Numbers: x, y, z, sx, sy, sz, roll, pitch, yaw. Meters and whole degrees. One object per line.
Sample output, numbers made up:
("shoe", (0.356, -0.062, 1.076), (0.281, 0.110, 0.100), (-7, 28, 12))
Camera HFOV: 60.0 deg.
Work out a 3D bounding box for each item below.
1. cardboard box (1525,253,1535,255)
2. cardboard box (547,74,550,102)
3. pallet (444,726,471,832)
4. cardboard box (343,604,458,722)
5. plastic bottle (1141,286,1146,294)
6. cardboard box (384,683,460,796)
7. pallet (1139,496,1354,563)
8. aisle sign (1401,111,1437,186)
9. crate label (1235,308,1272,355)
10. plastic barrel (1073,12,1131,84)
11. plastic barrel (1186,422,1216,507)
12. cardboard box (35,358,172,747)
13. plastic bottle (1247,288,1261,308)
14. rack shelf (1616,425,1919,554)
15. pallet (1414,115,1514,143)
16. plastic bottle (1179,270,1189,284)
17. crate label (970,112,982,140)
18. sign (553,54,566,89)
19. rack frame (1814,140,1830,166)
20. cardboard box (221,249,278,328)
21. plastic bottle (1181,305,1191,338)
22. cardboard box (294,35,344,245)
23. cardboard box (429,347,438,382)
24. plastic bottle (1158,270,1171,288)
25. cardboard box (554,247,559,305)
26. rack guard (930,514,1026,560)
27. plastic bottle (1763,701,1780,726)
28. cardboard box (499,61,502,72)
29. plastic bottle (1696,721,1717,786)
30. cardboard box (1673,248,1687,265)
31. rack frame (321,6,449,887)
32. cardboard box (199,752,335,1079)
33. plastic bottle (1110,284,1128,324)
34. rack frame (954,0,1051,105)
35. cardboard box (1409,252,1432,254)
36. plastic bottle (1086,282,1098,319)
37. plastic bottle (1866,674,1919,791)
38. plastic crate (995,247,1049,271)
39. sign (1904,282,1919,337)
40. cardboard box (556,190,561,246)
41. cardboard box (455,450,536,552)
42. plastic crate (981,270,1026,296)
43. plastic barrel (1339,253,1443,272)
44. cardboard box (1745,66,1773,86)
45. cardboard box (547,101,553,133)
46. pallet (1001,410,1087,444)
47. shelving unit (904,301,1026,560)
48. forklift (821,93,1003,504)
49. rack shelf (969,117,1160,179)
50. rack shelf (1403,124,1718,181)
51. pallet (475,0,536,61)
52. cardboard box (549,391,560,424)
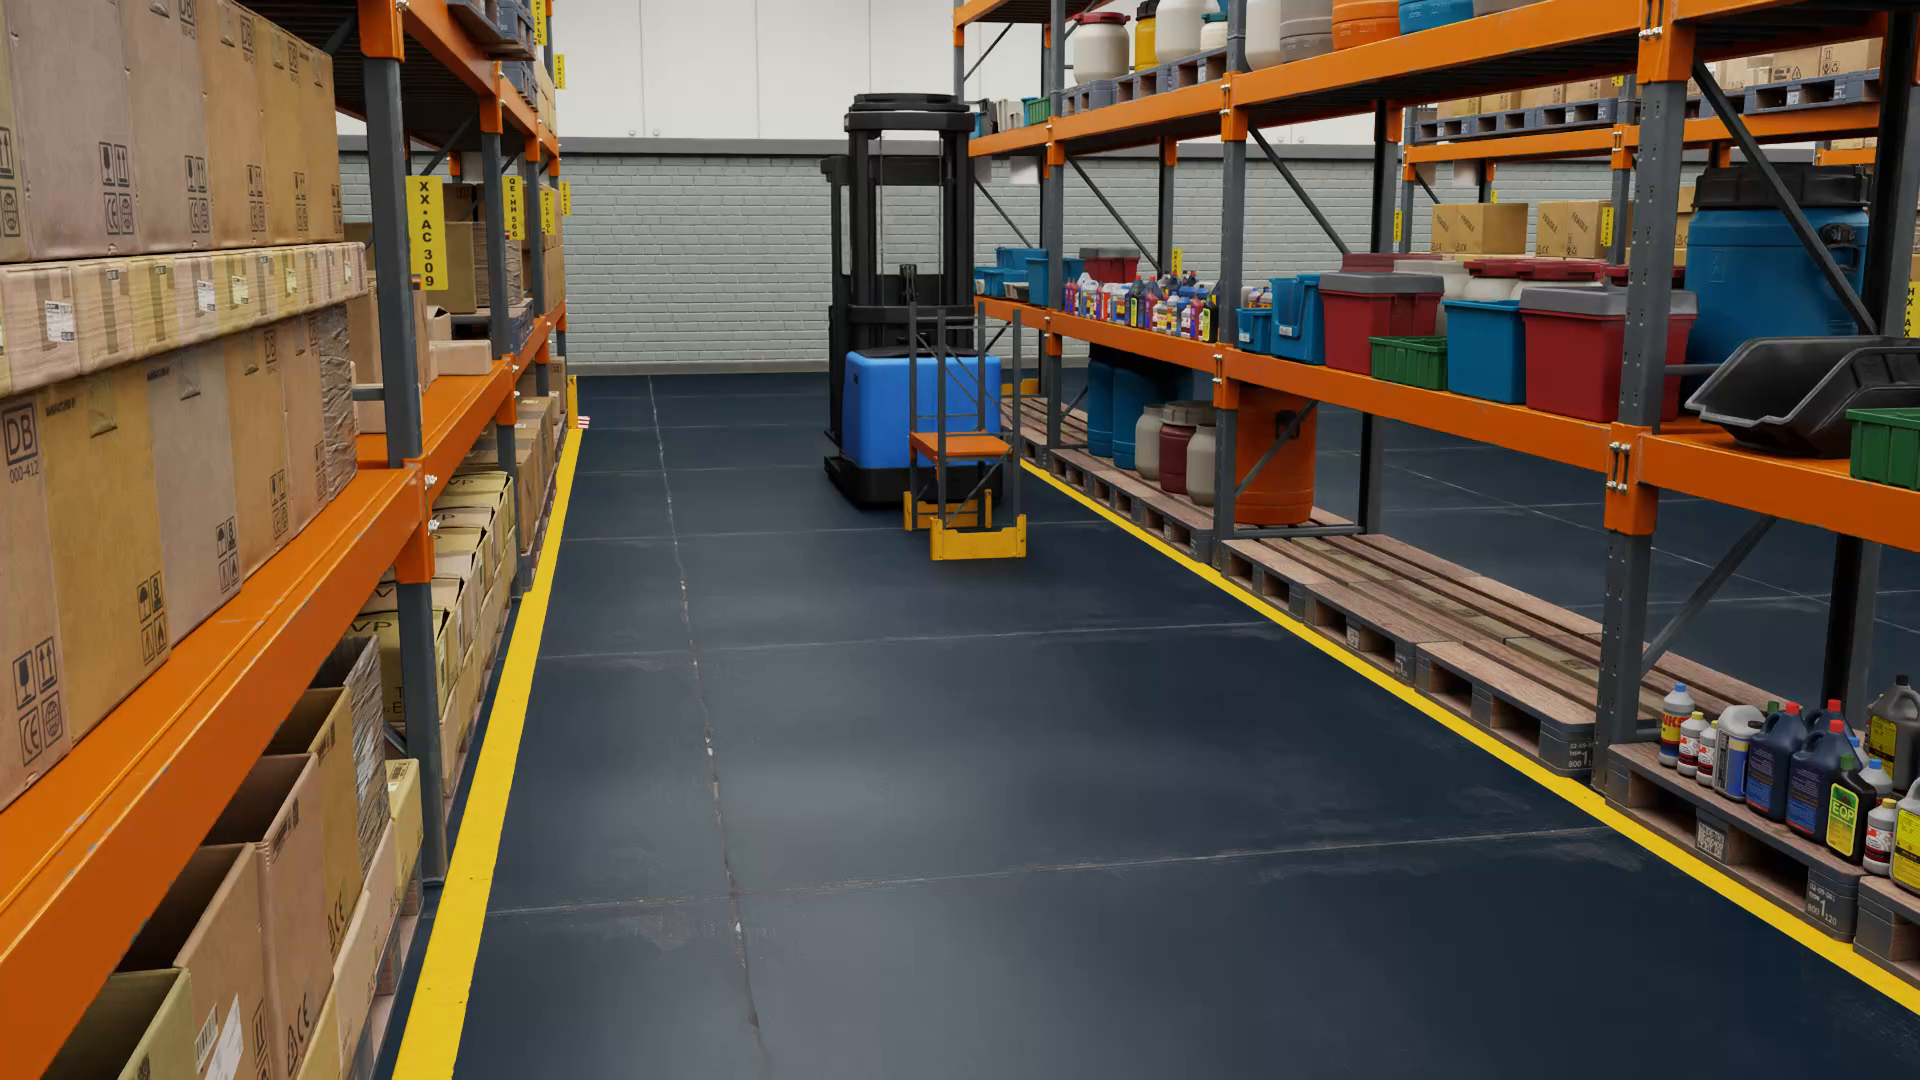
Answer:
("cardboard box", (5.846, -2.772, 16.845), (0.500, 0.250, 0.500), (-3, 11, -13))
("cardboard box", (-3.882, -3.983, 14.642), (0.500, 0.250, 0.500), (-2, 11, -11))
("pallet", (-2.271, 0.831, 5.765), (1.003, 0.211, 1.213), (-2, 11, -11))
("cardboard box", (-1.926, 0.379, 5.413), (0.500, 0.311, 0.500), (-2, 11, -11))
("plastic bottle", (1.270, -1.590, 11.338), (0.061, 0.283, 0.133), (-2, 11, -11))
("cardboard box", (-1.925, 0.656, 5.456), (0.500, 0.250, 0.500), (-2, 11, -12))
("pallet", (1.798, -0.091, 10.612), (1.003, 0.211, 1.213), (-2, 11, -11))
("aisle sign", (4.986, -4.245, 18.023), (0.394, 0.787, 0.004), (-2, 11, -11))
("crate label", (1.706, -1.145, 9.137), (0.303, 0.233, 0.416), (-2, 11, -11))
("plastic barrel", (1.070, -3.693, 12.566), (0.433, 0.535, 0.433), (0, 11, 0))
("plastic barrel", (1.683, -0.492, 10.788), (0.421, 0.512, 0.421), (0, 11, 0))
("cardboard box", (-1.588, 0.006, 2.375), (0.700, 0.500, 0.500), (-2, 11, -11))
("plastic bottle", (2.005, -1.580, 11.320), (0.097, 0.271, 0.097), (0, 11, 0))
("rack shelf", (3.159, 0.136, 3.885), (1.077, 0.370, 4.000), (-2, 11, -11))
("pallet", (5.449, -4.260, 17.269), (1.003, 0.211, 1.213), (-2, 11, -11))
("plastic bottle", (1.714, -1.871, 12.635), (0.144, 0.351, 0.185), (-2, 11, -11))
("crate label", (0.298, -4.005, 16.091), (0.408, 0.251, 0.502), (-2, 11, -11))
("sign", (-3.875, -4.531, 16.089), (0.100, 0.325, 0.005), (-2, 11, -11))
("rack frame", (10.179, -3.127, 19.105), (1.000, 3.000, 0.127), (-2, 11, -11))
("cardboard box", (-1.581, -0.498, 3.287), (0.380, 0.149, 0.250), (-2, 11, -9))
("plastic bottle", (1.426, -1.361, 10.357), (0.097, 0.201, 0.097), (0, 11, 0))
("cardboard box", (-1.997, -1.010, 4.245), (0.700, 0.500, 0.500), (-2, 11, -11))
("cardboard box", (-2.564, -0.783, 7.462), (0.380, 0.149, 0.250), (-1, 11, -7))
("plastic bottle", (1.572, -1.866, 12.608), (0.144, 0.351, 0.185), (-2, 11, -11))
("cardboard box", (-3.776, -2.304, 14.510), (0.500, 0.500, 0.500), (-2, 11, -12))
("rack guard", (0.112, -0.017, 10.120), (0.587, 0.250, 0.087), (-2, 11, -11))
("plastic bottle", (2.596, 0.663, 5.281), (0.061, 0.283, 0.133), (-2, 11, -11))
("cardboard box", (-3.186, -2.929, 9.773), (0.910, 0.500, 0.500), (-2, 11, -11))
("plastic bottle", (2.441, 0.686, 5.379), (0.097, 0.201, 0.097), (0, 11, 0))
("cardboard box", (6.015, -2.095, 13.415), (0.500, 0.500, 0.500), (-2, 11, -11))
("rack frame", (-2.090, -0.405, 4.802), (1.000, 3.000, 0.127), (-2, 11, -11))
("cardboard box", (-1.487, 0.723, 3.101), (0.500, 0.500, 0.500), (-2, 11, -11))
("plastic bottle", (1.155, -1.680, 11.831), (0.152, 0.276, 0.135), (-2, 11, -11))
("rack frame", (0.436, -5.732, 16.747), (1.000, 3.000, 0.127), (-2, 11, -11))
("cardboard box", (5.123, -2.940, 17.727), (0.500, 0.250, 0.500), (-2, 11, -13))
("plastic bottle", (0.997, -1.800, 12.477), (0.097, 0.271, 0.097), (0, 11, 0))
("plastic bottle", (3.036, 0.614, 5.358), (0.144, 0.351, 0.185), (-2, 11, -11))
("plastic crate", (0.684, -2.778, 17.012), (0.616, 0.435, 0.499), (-2, 11, -11))
("sign", (3.312, -0.738, 5.813), (0.100, 0.325, 0.005), (-2, 11, -11))
("cardboard box", (-3.863, -2.887, 14.901), (0.500, 0.500, 0.500), (-2, 11, -9))
("cardboard box", (-2.676, -0.221, 9.342), (0.500, 0.500, 0.500), (-2, 11, -9))
("plastic crate", (0.417, -2.434, 15.749), (0.416, 0.233, 0.300), (-2, 11, -11))
("plastic barrel", (2.379, -1.311, 9.197), (0.600, 0.536, 0.708), (-2, 11, -11))
("cardboard box", (6.215, -3.510, 12.640), (0.380, 0.149, 0.250), (-3, 11, -13))
("cardboard box", (-3.868, -3.738, 14.691), (0.500, 0.250, 0.500), (-2, 11, -11))
("pallet", (0.792, -1.040, 15.594), (1.003, 0.211, 1.213), (-2, 11, -11))
("shelving unit", (0.015, -0.723, 10.483), (0.587, 1.500, 1.083), (-2, 11, -11))
("forklift", (-0.483, -1.928, 12.988), (1.130, 2.935, 3.031), (-2, 11, -11))
("rack shelf", (0.825, -3.539, 15.168), (1.077, 0.370, 4.000), (-2, 11, -11))
("rack shelf", (5.683, -3.719, 16.114), (1.077, 0.370, 4.000), (-2, 11, -11))
("pallet", (-2.648, -2.398, 7.757), (1.213, 0.211, 1.003), (-2, 11, -8))
("cardboard box", (-3.921, -1.205, 15.183), (0.500, 0.250, 0.500), (-2, 11, -11))
